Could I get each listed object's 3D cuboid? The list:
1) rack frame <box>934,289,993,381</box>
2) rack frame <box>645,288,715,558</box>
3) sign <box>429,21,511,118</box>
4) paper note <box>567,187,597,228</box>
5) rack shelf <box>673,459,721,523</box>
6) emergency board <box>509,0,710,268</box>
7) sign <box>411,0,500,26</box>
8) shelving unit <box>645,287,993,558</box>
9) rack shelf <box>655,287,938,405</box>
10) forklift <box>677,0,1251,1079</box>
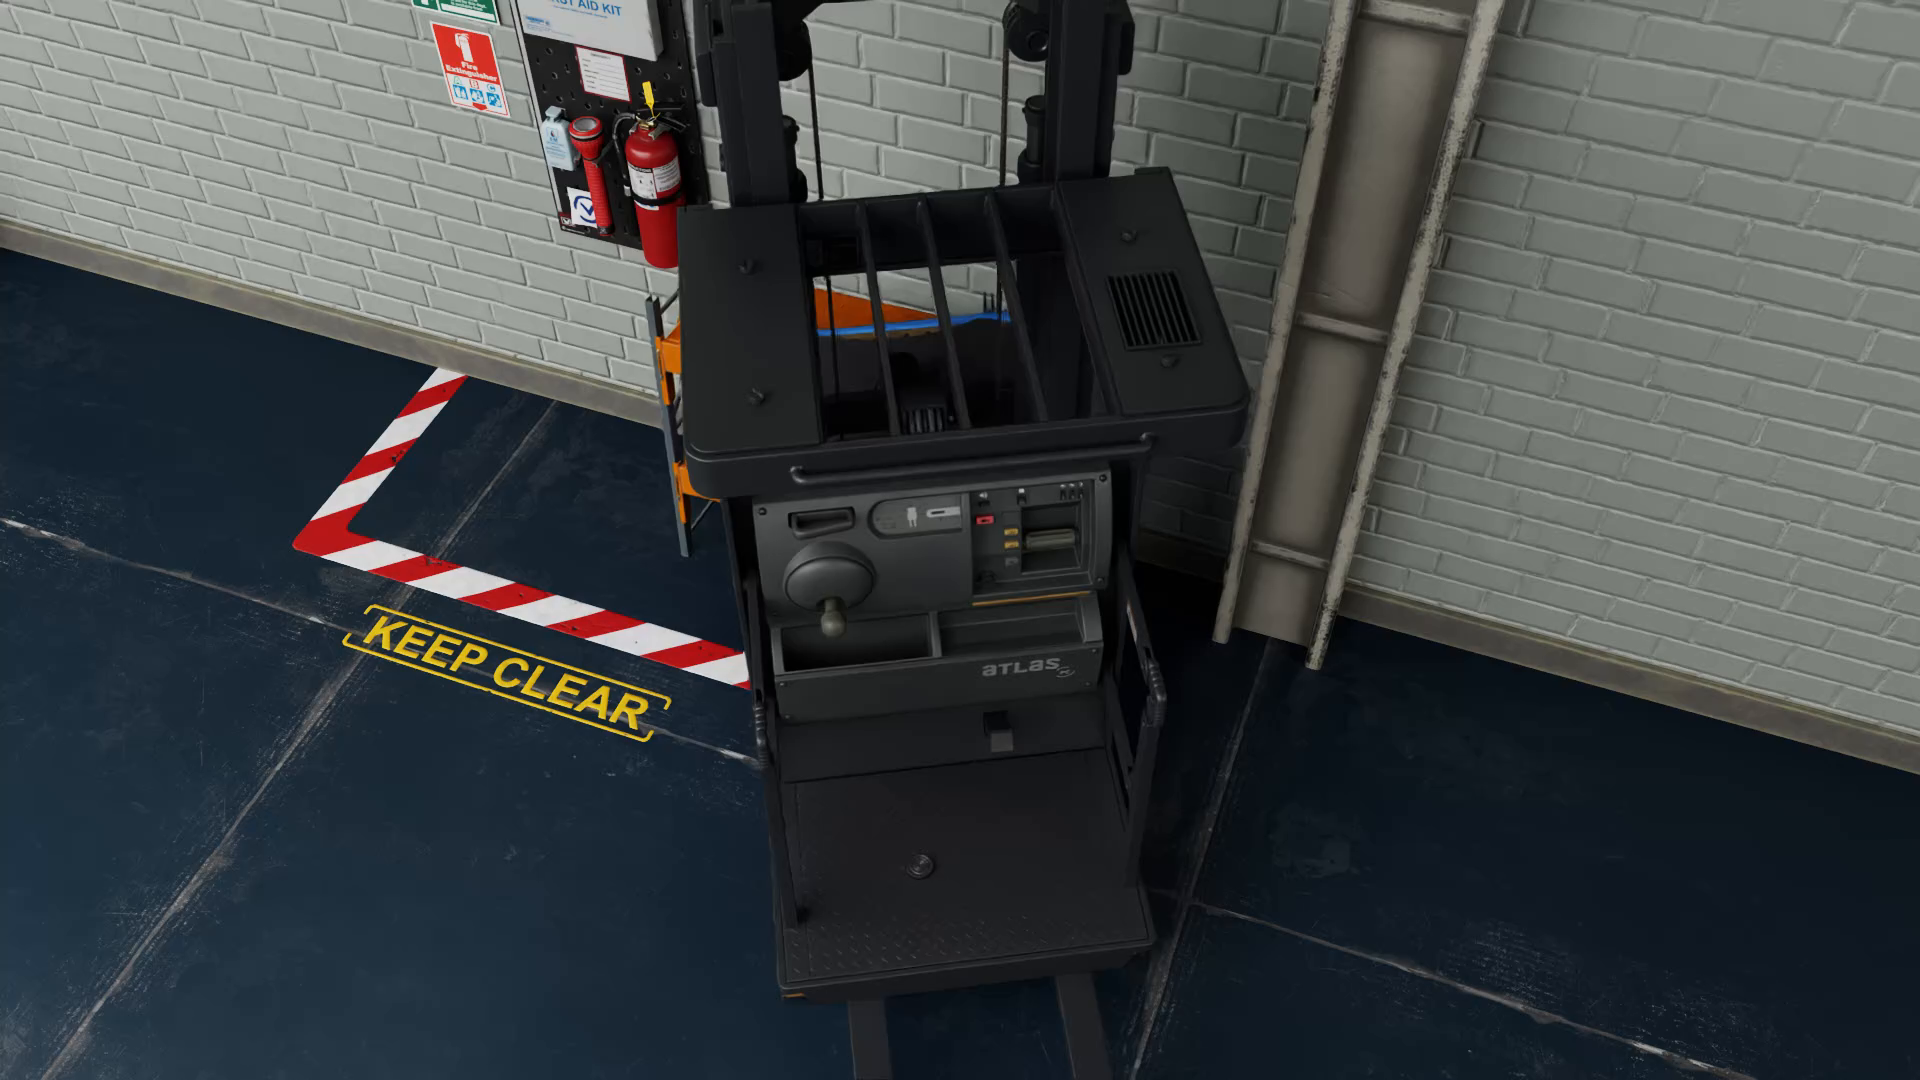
[{"bbox_3d":[0.018,-0.277,5.737,0.032,1.125,0.500,14,43,15],"label":"rack frame"},{"bbox_3d":[-0.936,-0.514,5.998,0.032,1.125,0.500,14,43,15],"label":"rack frame"},{"bbox_3d":[-1.653,-1.586,5.616,0.234,0.329,0.001,16,51,13],"label":"sign"},{"bbox_3d":[-1.312,-1.164,5.856,0.142,0.148,0.016,16,51,13],"label":"paper note"},{"bbox_3d":[-0.460,-0.213,6.030,1.000,0.278,0.538,14,43,15],"label":"rack shelf"},{"bbox_3d":[-1.170,-1.357,5.441,0.643,1.169,0.194,16,51,13],"label":"emergency board"},{"bbox_3d":[-1.652,-1.752,5.410,0.331,0.109,0.001,16,51,13],"label":"sign"},{"bbox_3d":[-0.459,-0.396,5.868,1.048,1.125,0.538,14,43,15],"label":"shelving unit"},{"bbox_3d":[-0.458,-0.614,5.673,1.000,0.278,0.538,14,43,15],"label":"rack shelf"},{"bbox_3d":[-0.033,0.130,4.198,1.130,2.935,3.031,-6,49,-5],"label":"forklift"}]
